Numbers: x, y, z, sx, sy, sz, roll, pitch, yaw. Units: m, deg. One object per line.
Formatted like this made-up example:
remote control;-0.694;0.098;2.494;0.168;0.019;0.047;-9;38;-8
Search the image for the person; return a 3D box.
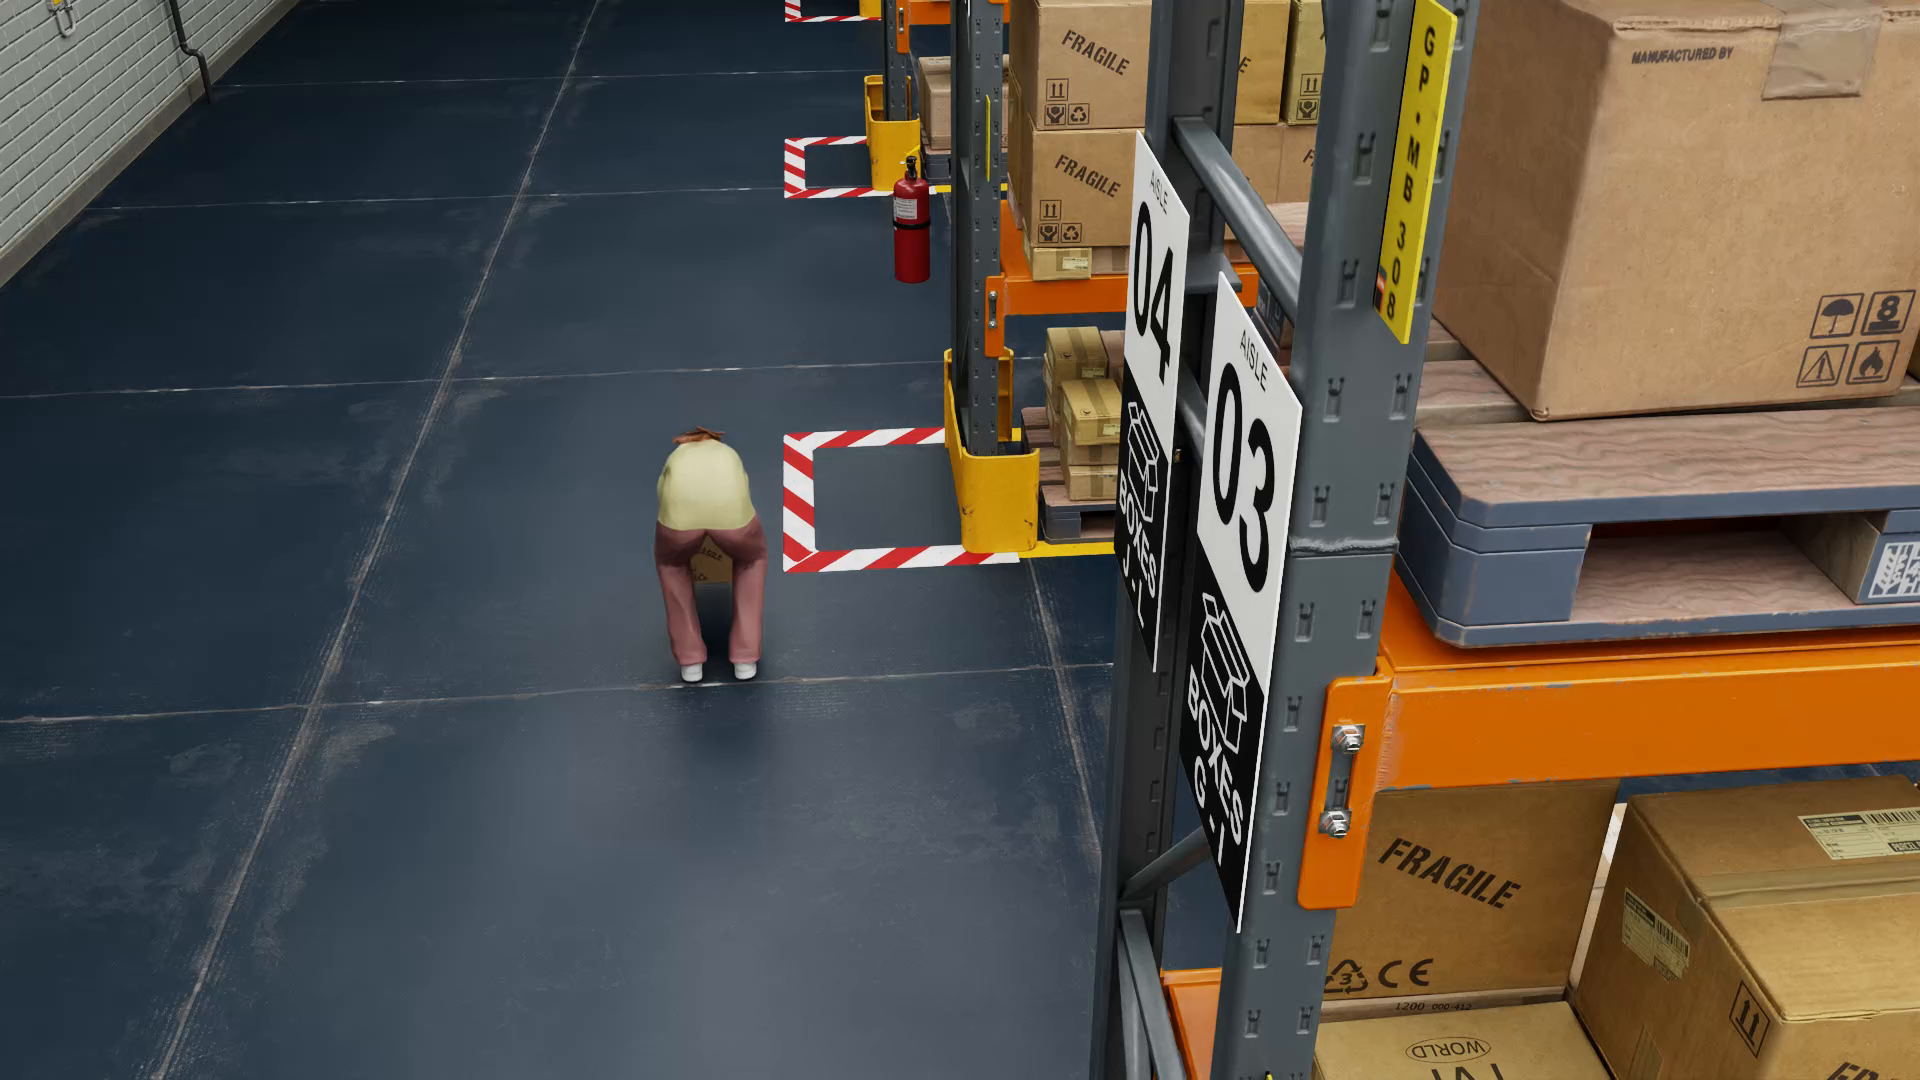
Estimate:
person;-1.020;0.001;6.812;0.457;0.971;0.858;-4;31;-6
